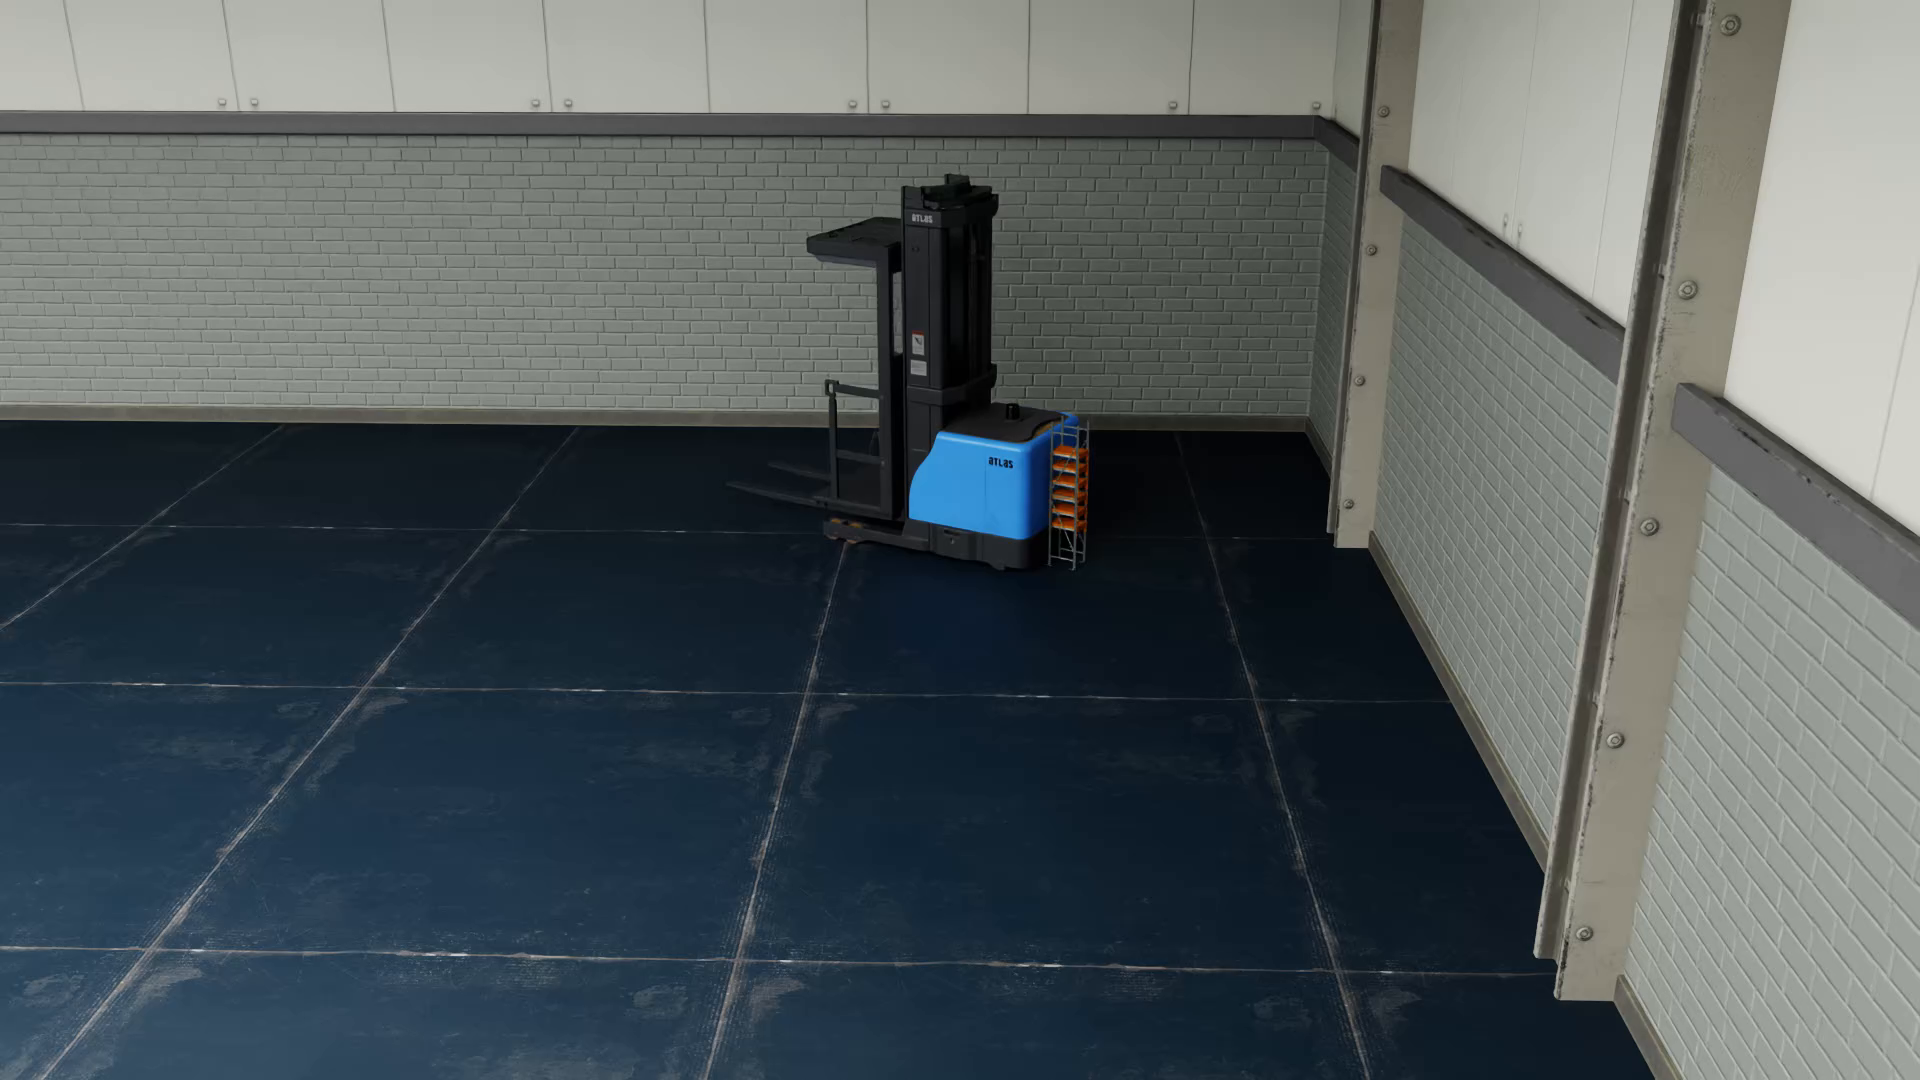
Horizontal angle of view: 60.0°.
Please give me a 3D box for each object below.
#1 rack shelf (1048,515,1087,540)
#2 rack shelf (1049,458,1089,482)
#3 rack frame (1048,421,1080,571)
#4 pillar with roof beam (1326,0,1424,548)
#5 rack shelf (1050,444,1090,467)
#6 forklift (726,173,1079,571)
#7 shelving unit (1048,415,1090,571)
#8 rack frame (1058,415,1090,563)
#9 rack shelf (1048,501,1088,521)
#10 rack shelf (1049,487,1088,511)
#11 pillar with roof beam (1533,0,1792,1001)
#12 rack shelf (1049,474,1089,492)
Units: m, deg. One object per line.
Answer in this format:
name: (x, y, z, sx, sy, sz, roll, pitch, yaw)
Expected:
rack shelf: (0.855, -0.101, 13.208, 0.258, 0.103, 0.180, 11, 24, 27)
rack shelf: (0.856, -0.548, 13.034, 0.258, 0.103, 0.180, 11, 24, 27)
rack frame: (0.811, -0.337, 13.031, 0.240, 1.200, 0.006, 11, 24, 27)
pillar with roof beam: (-1.064, -4.250, 12.336, 9.100, 9.000, 0.400, 1, 21, 2)
rack shelf: (0.856, -0.660, 12.991, 0.258, 0.103, 0.180, 11, 24, 27)
forklift: (-0.558, -1.491, 13.614, 3.031, 2.935, 1.130, 11, 24, 27)
shelving unit: (0.855, -0.366, 13.105, 0.258, 1.200, 0.189, 11, 24, 27)
rack frame: (0.900, -0.395, 13.180, 0.240, 1.200, 0.006, 11, 24, 27)
rack shelf: (0.855, -0.212, 13.165, 0.258, 0.103, 0.180, 11, 24, 27)
rack shelf: (0.855, -0.324, 13.121, 0.258, 0.103, 0.180, 11, 24, 27)
pillar with roof beam: (-1.247, -2.081, 6.745, 9.100, 9.000, 0.400, 1, 21, 2)
rack shelf: (0.855, -0.436, 13.078, 0.258, 0.103, 0.180, 11, 24, 27)
